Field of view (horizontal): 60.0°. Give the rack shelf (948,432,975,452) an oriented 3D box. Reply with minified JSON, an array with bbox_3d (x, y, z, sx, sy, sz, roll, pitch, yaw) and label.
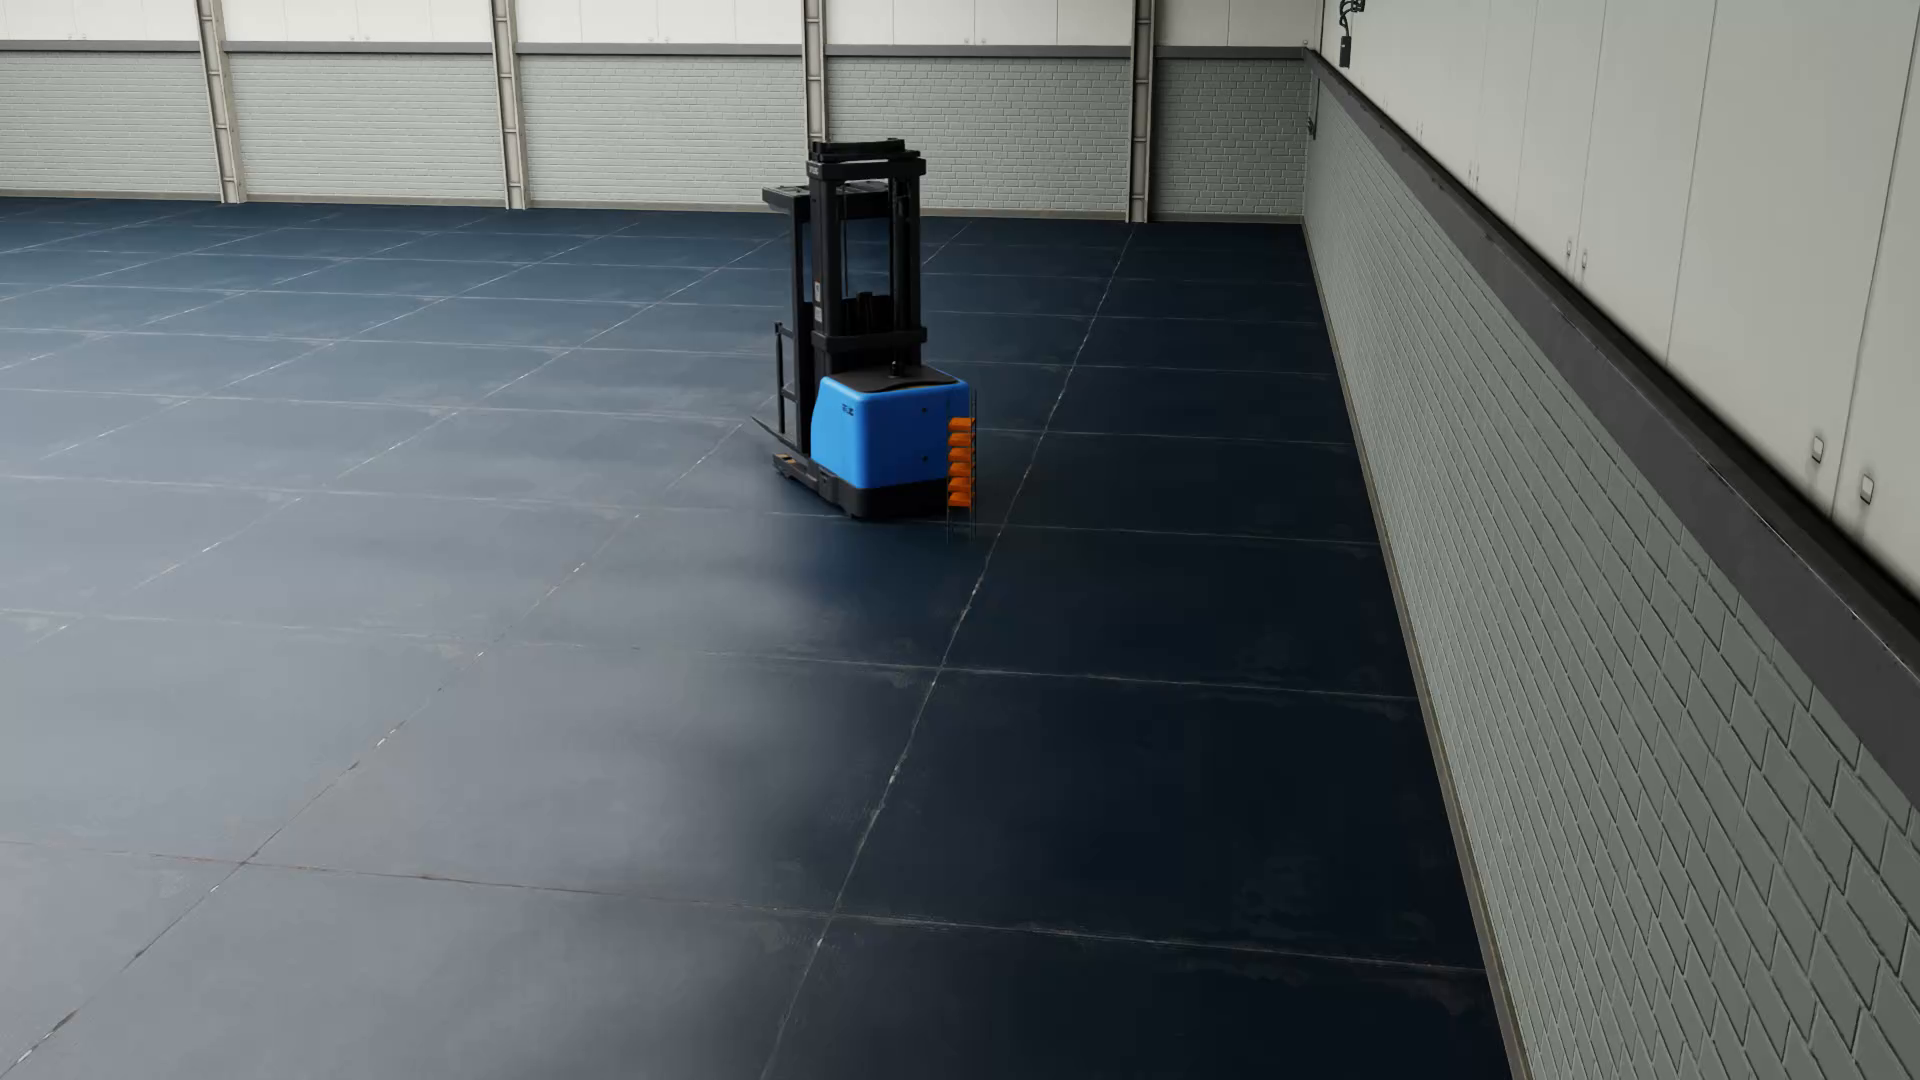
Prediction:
[{"bbox_3d":[0.014,-0.754,12.816,0.180,0.103,0.258,3,19,9],"label":"rack shelf"}]

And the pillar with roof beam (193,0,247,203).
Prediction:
[{"bbox_3d":[-15.201,-9.685,27.834,0.400,9.000,9.100,3,19,9],"label":"pillar with roof beam"}]

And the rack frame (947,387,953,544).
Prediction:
[{"bbox_3d":[-0.076,-0.573,12.891,0.006,1.200,0.240,3,19,9],"label":"rack frame"}]

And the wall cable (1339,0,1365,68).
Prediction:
[{"bbox_3d":[4.432,-8.205,18.050,0.169,6.003,2.305,3,19,9],"label":"wall cable"}]

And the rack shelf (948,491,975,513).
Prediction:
[{"bbox_3d":[0.014,-0.299,12.968,0.180,0.103,0.258,3,19,9],"label":"rack shelf"}]

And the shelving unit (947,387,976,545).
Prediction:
[{"bbox_3d":[0.014,-0.568,12.878,0.189,1.200,0.258,3,19,9],"label":"shelving unit"}]

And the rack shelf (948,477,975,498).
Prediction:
[{"bbox_3d":[0.014,-0.412,12.930,0.180,0.103,0.258,3,19,9],"label":"rack shelf"}]

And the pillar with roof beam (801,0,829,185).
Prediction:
[{"bbox_3d":[-3.353,-9.081,26.029,0.400,9.000,9.100,3,19,9],"label":"pillar with roof beam"}]

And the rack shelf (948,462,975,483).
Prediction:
[{"bbox_3d":[0.014,-0.526,12.892,0.180,0.103,0.258,3,19,9],"label":"rack shelf"}]

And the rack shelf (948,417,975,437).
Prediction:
[{"bbox_3d":[0.014,-0.868,12.777,0.180,0.103,0.258,3,19,9],"label":"rack shelf"}]

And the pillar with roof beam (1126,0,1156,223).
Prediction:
[{"bbox_3d":[2.571,-8.779,25.127,0.400,9.000,9.100,3,19,9],"label":"pillar with roof beam"}]

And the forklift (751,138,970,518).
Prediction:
[{"bbox_3d":[-1.017,-1.993,14.407,1.130,2.935,3.031,-9,21,-25],"label":"forklift"}]

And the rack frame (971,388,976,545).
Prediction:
[{"bbox_3d":[0.105,-0.564,12.864,0.006,1.200,0.240,3,19,9],"label":"rack frame"}]

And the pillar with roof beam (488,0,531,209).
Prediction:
[{"bbox_3d":[-9.277,-9.383,26.932,0.400,9.000,9.100,3,19,9],"label":"pillar with roof beam"}]

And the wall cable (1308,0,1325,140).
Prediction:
[{"bbox_3d":[5.953,-8.093,27.969,0.112,2.526,3.097,3,19,9],"label":"wall cable"}]

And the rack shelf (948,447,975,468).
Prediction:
[{"bbox_3d":[0.014,-0.640,12.854,0.180,0.103,0.258,3,19,9],"label":"rack shelf"}]
